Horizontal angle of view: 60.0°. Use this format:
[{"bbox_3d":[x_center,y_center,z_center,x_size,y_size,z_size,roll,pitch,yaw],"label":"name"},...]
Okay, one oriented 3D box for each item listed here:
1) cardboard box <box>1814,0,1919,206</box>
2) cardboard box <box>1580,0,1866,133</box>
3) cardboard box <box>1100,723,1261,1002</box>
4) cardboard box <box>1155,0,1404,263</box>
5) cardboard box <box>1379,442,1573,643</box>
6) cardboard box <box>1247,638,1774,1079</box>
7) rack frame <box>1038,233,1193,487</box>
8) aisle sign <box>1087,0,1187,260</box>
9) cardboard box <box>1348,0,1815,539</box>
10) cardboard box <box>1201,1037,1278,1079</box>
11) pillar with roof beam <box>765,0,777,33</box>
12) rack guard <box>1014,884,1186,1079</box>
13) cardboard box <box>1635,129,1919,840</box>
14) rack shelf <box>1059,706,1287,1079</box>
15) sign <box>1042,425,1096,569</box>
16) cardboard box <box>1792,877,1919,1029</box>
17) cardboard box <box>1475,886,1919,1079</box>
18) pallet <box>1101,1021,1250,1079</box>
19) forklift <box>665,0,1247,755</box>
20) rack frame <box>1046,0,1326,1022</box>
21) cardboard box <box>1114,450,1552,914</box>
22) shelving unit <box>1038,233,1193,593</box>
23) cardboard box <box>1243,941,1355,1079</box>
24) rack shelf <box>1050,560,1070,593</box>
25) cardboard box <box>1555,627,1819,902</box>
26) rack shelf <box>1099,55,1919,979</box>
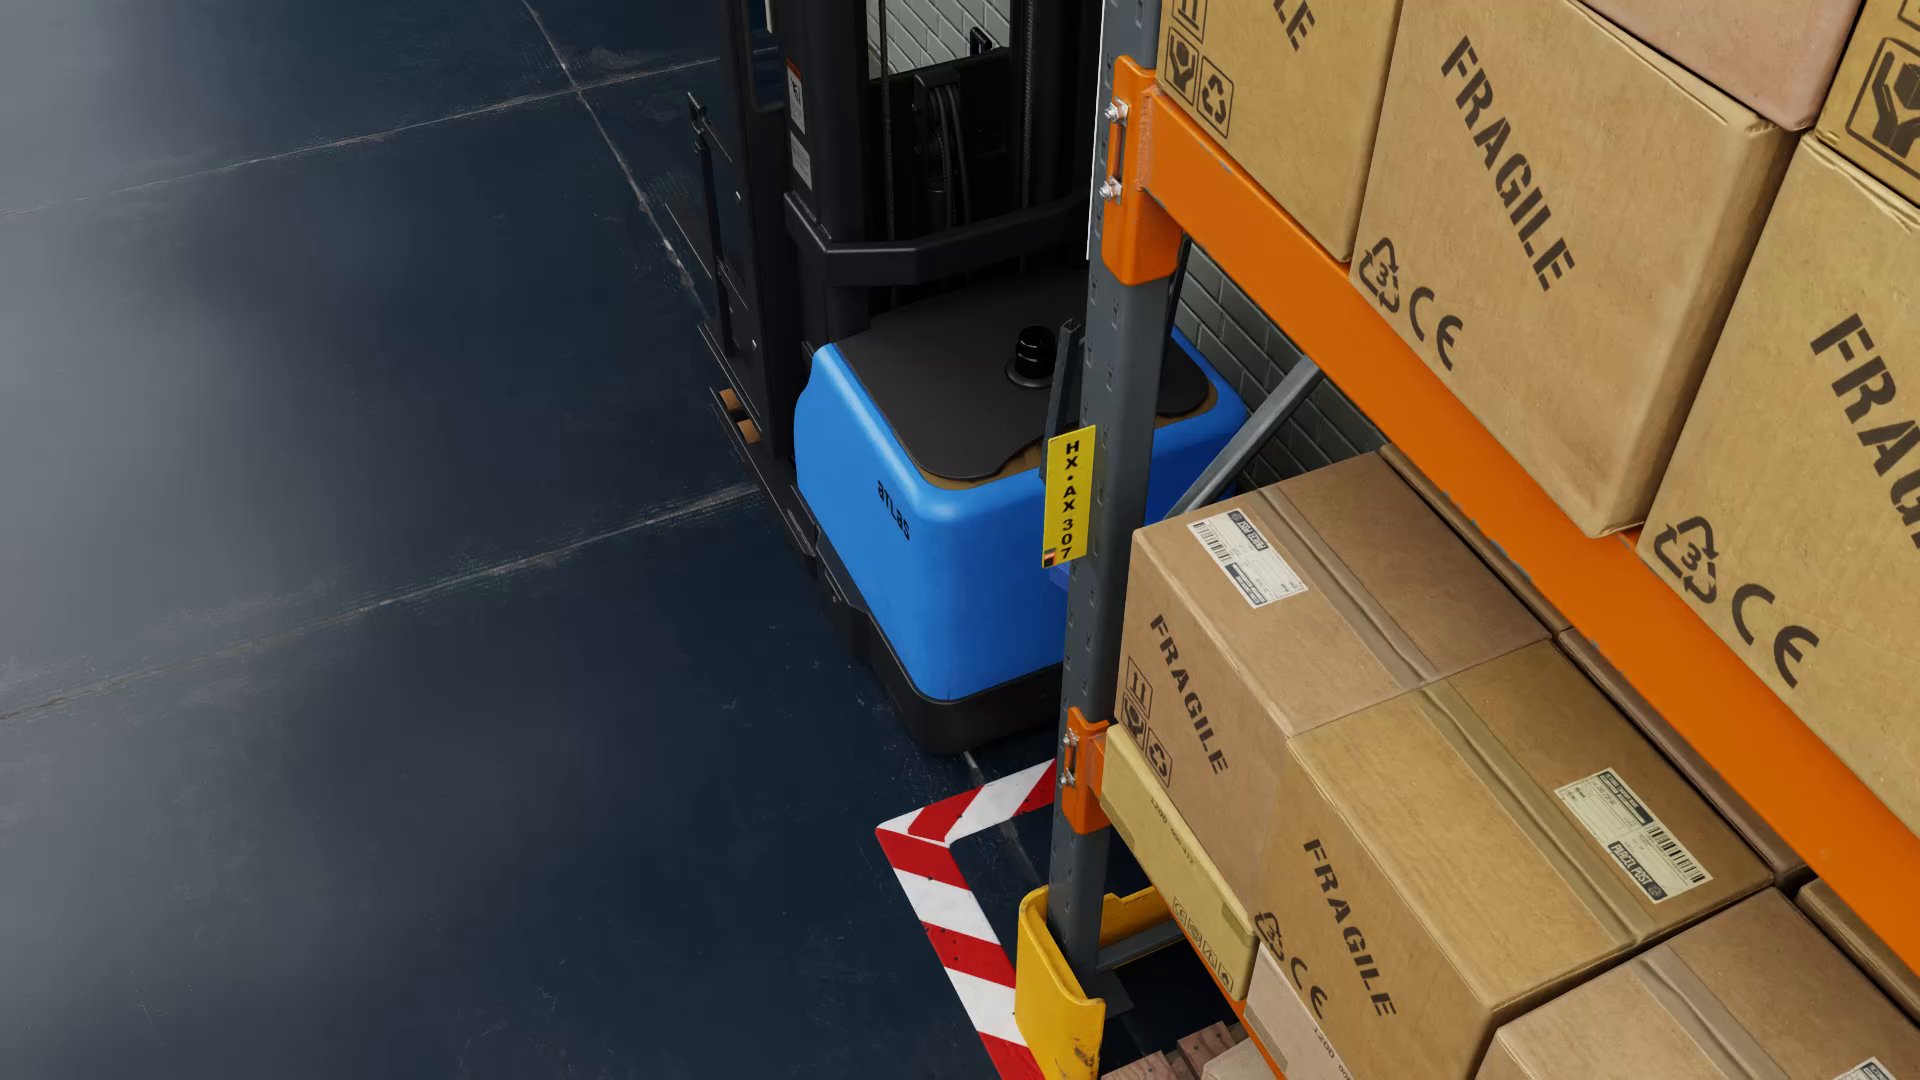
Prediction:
[{"bbox_3d":[1.028,-0.420,1.107,0.500,0.500,0.500,-17,47,-16],"label":"cardboard box"},{"bbox_3d":[0.802,-0.743,1.434,0.500,0.500,0.500,-19,48,-18],"label":"cardboard box"},{"bbox_3d":[0.612,0.523,3.177,0.500,0.250,0.500,-19,48,-19],"label":"cardboard box"},{"bbox_3d":[0.609,-0.752,2.155,0.500,0.500,0.500,-17,47,-16],"label":"cardboard box"},{"bbox_3d":[1.086,0.088,3.083,0.500,0.500,0.500,-19,48,-18],"label":"cardboard box"},{"bbox_3d":[0.822,0.562,2.604,0.500,0.500,0.500,-18,47,-17],"label":"cardboard box"},{"bbox_3d":[0.370,-0.182,4.672,0.032,1.500,0.500,36,58,22],"label":"rack frame"},{"bbox_3d":[0.393,-0.811,2.585,0.394,0.787,0.004,-18,47,-17],"label":"aisle sign"},{"bbox_3d":[0.803,-0.399,1.798,0.500,0.500,0.500,-15,47,-15],"label":"cardboard box"},{"bbox_3d":[0.905,1.339,3.858,0.500,0.311,0.500,-23,49,-22],"label":"cardboard box"},{"bbox_3d":[-4.654,-4.426,3.828,9.100,9.000,0.400,-18,47,-17],"label":"pillar with roof beam"},{"bbox_3d":[0.727,1.010,4.371,1.175,0.500,0.348,-18,47,-17],"label":"rack guard"},{"bbox_3d":[1.024,-0.070,1.464,0.500,0.500,0.500,-16,47,-16],"label":"cardboard box"},{"bbox_3d":[1.536,1.602,2.503,1.077,0.370,4.000,-18,47,-17],"label":"rack shelf"},{"bbox_3d":[0.203,-0.076,3.075,0.100,0.325,0.005,-18,47,-17],"label":"sign"},{"bbox_3d":[1.510,0.740,2.423,0.500,0.500,0.500,-19,48,-18],"label":"cardboard box"},{"bbox_3d":[1.034,0.893,2.268,0.500,0.500,0.500,-20,48,-19],"label":"cardboard box"},{"bbox_3d":[1.037,1.641,3.937,1.003,0.211,1.213,-18,47,-17],"label":"pallet"},{"bbox_3d":[-0.266,-1.439,5.122,1.130,2.935,3.031,-18,48,-18],"label":"forklift"},{"bbox_3d":[0.695,0.072,3.542,1.000,3.000,0.127,-18,47,-17],"label":"rack frame"},{"bbox_3d":[0.623,0.244,2.926,0.500,0.500,0.500,-18,47,-17],"label":"cardboard box"},{"bbox_3d":[0.751,0.097,4.484,1.048,1.500,0.538,36,58,22],"label":"shelving unit"},{"bbox_3d":[0.844,0.849,2.846,0.500,0.250,0.500,-19,48,-19],"label":"cardboard box"},{"bbox_3d":[0.740,0.208,4.626,1.000,0.185,0.538,36,58,22],"label":"rack shelf"},{"bbox_3d":[1.289,0.412,2.755,0.500,0.500,0.500,-17,47,-17],"label":"cardboard box"},{"bbox_3d":[1.536,0.534,1.449,1.077,0.370,4.000,-18,47,-17],"label":"rack shelf"}]
